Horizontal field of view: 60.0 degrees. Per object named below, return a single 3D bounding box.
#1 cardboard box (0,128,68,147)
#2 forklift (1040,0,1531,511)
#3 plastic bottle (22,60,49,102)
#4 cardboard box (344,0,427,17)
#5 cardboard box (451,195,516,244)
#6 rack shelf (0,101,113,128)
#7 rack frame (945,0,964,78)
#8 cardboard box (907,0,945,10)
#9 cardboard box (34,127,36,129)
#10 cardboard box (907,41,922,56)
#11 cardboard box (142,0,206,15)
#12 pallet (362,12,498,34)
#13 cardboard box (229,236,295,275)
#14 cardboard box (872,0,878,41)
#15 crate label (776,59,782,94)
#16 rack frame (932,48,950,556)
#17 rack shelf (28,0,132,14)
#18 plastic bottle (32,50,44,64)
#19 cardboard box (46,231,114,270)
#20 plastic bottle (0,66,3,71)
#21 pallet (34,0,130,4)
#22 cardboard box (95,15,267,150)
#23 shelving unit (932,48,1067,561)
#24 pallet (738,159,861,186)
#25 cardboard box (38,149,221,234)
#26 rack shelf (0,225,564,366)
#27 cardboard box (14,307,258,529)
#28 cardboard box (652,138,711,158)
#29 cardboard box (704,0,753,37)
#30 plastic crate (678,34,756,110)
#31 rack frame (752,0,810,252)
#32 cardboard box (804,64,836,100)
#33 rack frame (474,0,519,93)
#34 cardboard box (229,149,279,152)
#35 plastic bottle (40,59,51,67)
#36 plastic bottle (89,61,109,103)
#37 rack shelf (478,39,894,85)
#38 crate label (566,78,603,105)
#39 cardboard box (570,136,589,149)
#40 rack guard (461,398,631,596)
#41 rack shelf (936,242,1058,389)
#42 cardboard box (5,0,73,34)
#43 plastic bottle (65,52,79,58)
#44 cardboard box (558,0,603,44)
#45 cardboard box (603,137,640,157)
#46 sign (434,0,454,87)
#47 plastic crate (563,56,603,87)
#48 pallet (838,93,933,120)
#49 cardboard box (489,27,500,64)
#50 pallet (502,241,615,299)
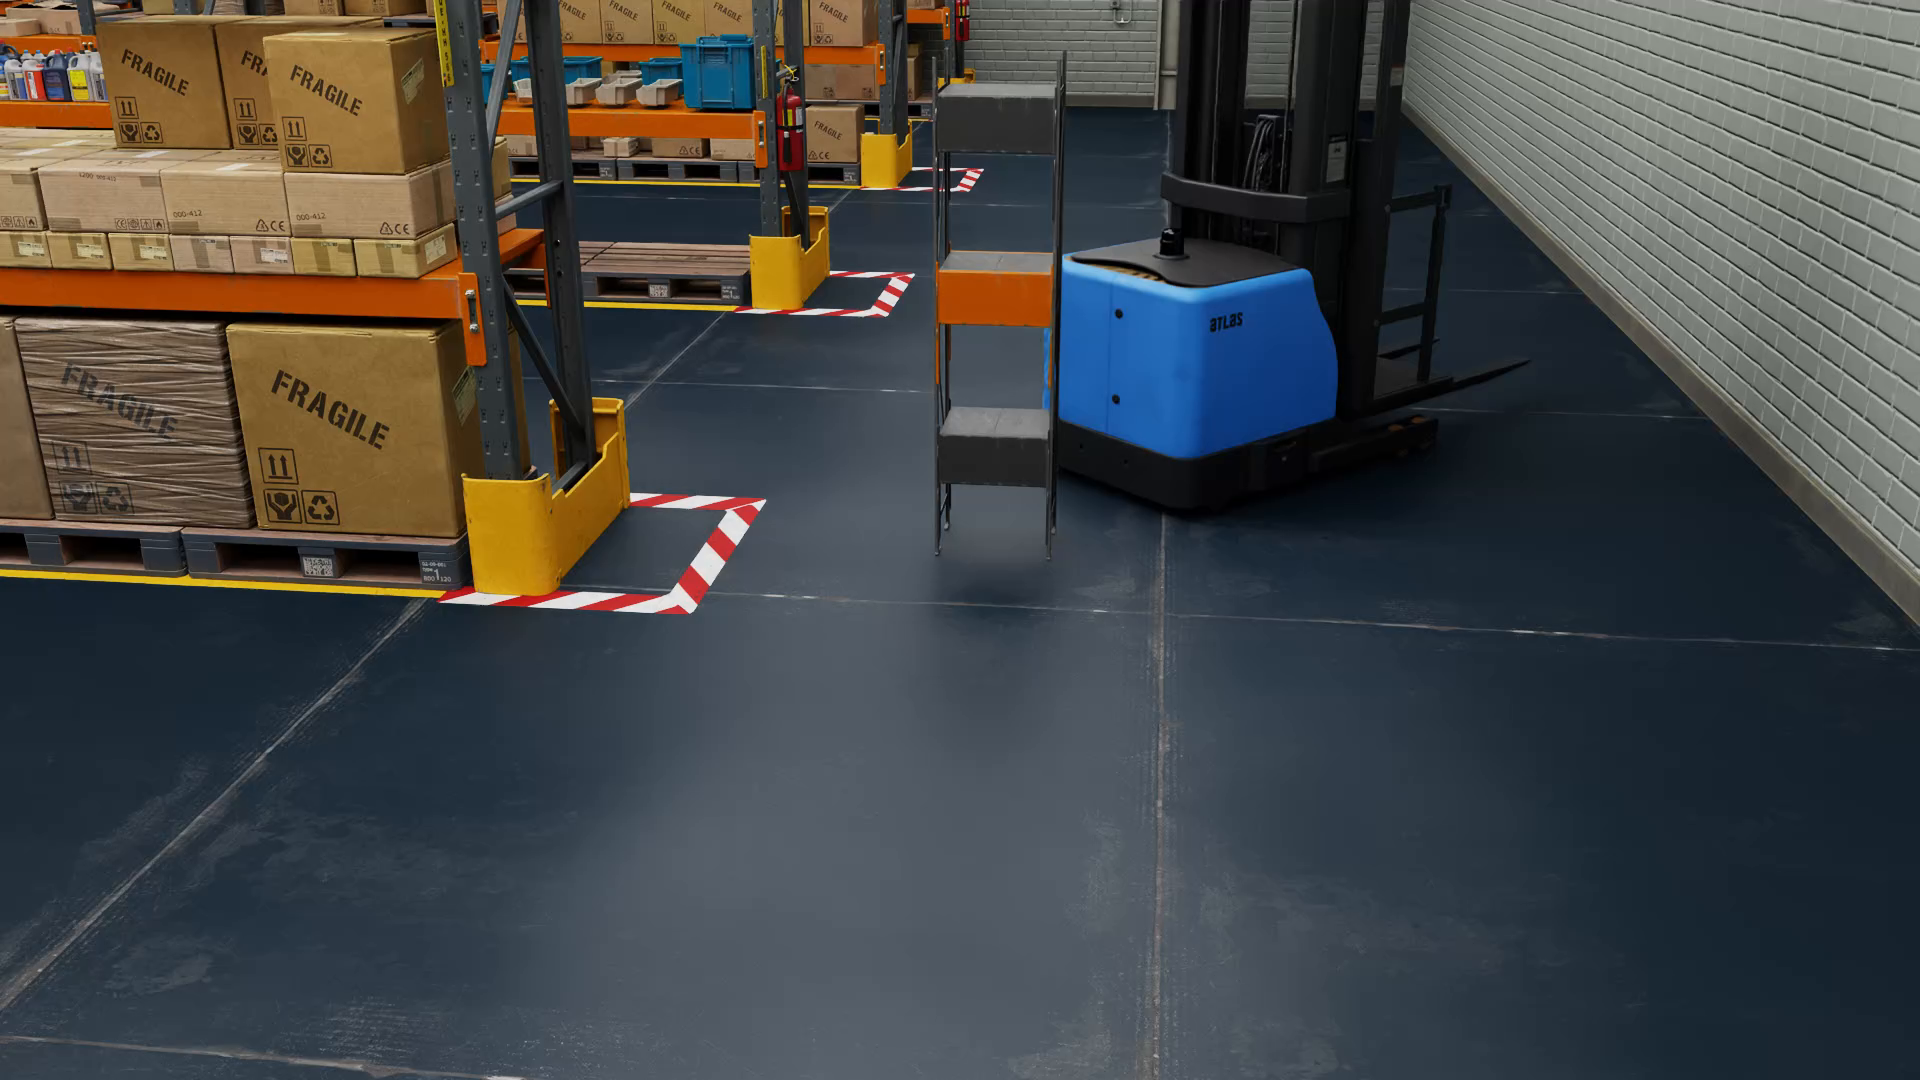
[{"bbox_3d":[-4.296,-1.657,7.350,0.500,0.250,0.500,3,22,7],"label":"cardboard box"},{"bbox_3d":[1.854,-1.922,8.314,3.031,2.935,1.130,-17,27,-36],"label":"forklift"},{"bbox_3d":[-6.497,-3.242,11.730,0.135,0.276,0.152,2,22,6],"label":"plastic bottle"},{"bbox_3d":[-5.751,-5.522,16.621,0.500,0.500,0.700,6,22,15],"label":"cardboard box"},{"bbox_3d":[-2.128,-1.401,7.245,0.250,0.149,0.380,3,22,7],"label":"cardboard box"},{"bbox_3d":[-7.190,-3.115,12.218,4.000,0.370,1.077,2,22,6],"label":"rack shelf"},{"bbox_3d":[-0.065,-6.807,20.578,0.127,3.000,1.000,2,22,6],"label":"rack frame"},{"bbox_3d":[-0.573,-6.965,20.570,0.700,0.700,0.980,3,22,9],"label":"cardboard box"},{"bbox_3d":[-9.140,-4.195,17.140,0.500,0.250,0.500,3,22,8],"label":"cardboard box"},{"bbox_3d":[-0.625,-6.203,20.997,0.250,0.149,0.380,3,22,7],"label":"cardboard box"},{"bbox_3d":[-7.950,-5.600,16.818,0.500,0.500,0.700,-5,22,-12],"label":"cardboard box"},{"bbox_3d":[-5.398,-5.157,16.665,1.213,0.211,1.003,2,22,6],"label":"pallet"},{"bbox_3d":[-2.715,-1.182,6.692,0.250,0.149,0.380,3,22,6],"label":"cardboard box"},{"bbox_3d":[-1.054,-5.160,16.277,0.500,0.500,0.500,3,22,7],"label":"cardboard box"},{"bbox_3d":[-1.438,-3.271,11.780,0.303,0.233,0.416,2,22,6],"label":"crate label"},{"bbox_3d":[-0.078,-0.980,7.062,0.015,2.100,0.400,2,22,6],"label":"rack frame"},{"bbox_3d":[-9.996,-6.905,21.805,4.000,0.370,1.077,2,22,6],"label":"rack shelf"},{"bbox_3d":[-6.880,-3.528,12.458,0.097,0.271,0.097,0,22,0],"label":"plastic bottle"},{"bbox_3d":[-3.479,-1.215,6.775,0.250,0.149,0.380,3,22,6],"label":"cardboard box"},{"bbox_3d":[-6.861,-3.258,11.770,0.135,0.276,0.152,2,22,6],"label":"plastic bottle"},{"bbox_3d":[-11.240,-7.151,21.709,1.213,0.211,1.003,2,22,6],"label":"pallet"},{"bbox_3d":[-3.271,-1.960,7.098,0.500,0.500,0.500,2,22,5],"label":"cardboard box"},{"bbox_3d":[0.164,-0.969,7.036,0.503,2.100,0.431,2,22,6],"label":"shelving unit"},{"bbox_3d":[-1.512,-3.739,16.611,1.213,0.211,1.003,2,22,6],"label":"pallet"},{"bbox_3d":[-3.336,-1.419,6.748,0.500,0.250,0.500,2,22,4],"label":"cardboard box"},{"bbox_3d":[-3.800,-1.134,7.206,4.000,0.370,1.077,2,22,6],"label":"rack shelf"},{"bbox_3d":[-3.363,-0.627,7.264,0.875,0.875,0.875,2,22,6],"label":"cardboard box"},{"bbox_3d":[-2.751,-4.136,16.618,0.637,0.503,0.797,2,22,6],"label":"cardboard box"},{"bbox_3d":[-2.132,-5.010,15.896,0.500,0.500,0.500,3,22,7],"label":"cardboard box"},{"bbox_3d":[-1.586,-3.181,11.276,0.499,0.435,0.616,2,22,6],"label":"plastic crate"},{"bbox_3d":[-1.231,-3.190,11.429,0.127,3.000,1.000,2,22,6],"label":"rack frame"},{"bbox_3d":[-1.769,-5.877,21.054,0.500,0.500,0.700,2,22,5],"label":"cardboard box"},{"bbox_3d":[-4.617,-5.172,16.441,0.127,3.000,1.000,2,22,6],"label":"rack frame"},{"bbox_3d":[-2.776,-1.590,7.181,0.500,0.250,0.500,2,22,6],"label":"cardboard box"},{"bbox_3d":[-6.500,-3.286,11.848,0.097,0.271,0.097,0,22,0],"label":"plastic bottle"},{"bbox_3d":[-5.996,-3.220,11.675,0.135,0.276,0.152,2,22,6],"label":"plastic bottle"},{"bbox_3d":[-2.631,-4.751,16.354,4.000,0.370,1.077,2,22,6],"label":"rack shelf"},{"bbox_3d":[-2.628,-3.086,11.442,0.243,0.136,0.396,2,22,6],"label":"crate label"},{"bbox_3d":[-4.018,-4.293,17.019,0.500,0.500,0.500,2,22,6],"label":"cardboard box"},{"bbox_3d":[-1.790,-0.218,7.312,0.348,0.500,1.175,2,22,6],"label":"rack guard"},{"bbox_3d":[0.164,-0.957,7.041,0.480,0.518,0.431,2,22,6],"label":"rack shelf"},{"bbox_3d":[-9.455,-5.413,17.172,0.500,0.311,0.500,2,22,6],"label":"cardboard box"},{"bbox_3d":[-6.556,-3.449,12.253,0.135,0.276,0.152,2,22,6],"label":"plastic bottle"},{"bbox_3d":[-3.634,-5.076,16.062,0.500,0.500,0.500,3,22,7],"label":"cardboard box"},{"bbox_3d":[-3.365,-3.928,16.550,0.250,0.166,0.380,2,22,6],"label":"cardboard box"},{"bbox_3d":[-1.892,-1.833,6.099,0.005,0.325,0.100,2,22,6],"label":"sign"},{"bbox_3d":[-2.745,-3.328,11.924,0.300,0.233,0.416,2,22,6],"label":"plastic crate"},{"bbox_3d":[-0.869,-5.516,21.106,1.213,0.211,1.003,2,22,6],"label":"pallet"},{"bbox_3d":[-5.581,-6.194,21.380,0.750,0.750,0.750,3,22,8],"label":"cardboard box"},{"bbox_3d":[-3.254,-1.997,12.204,1.213,0.211,1.003,2,22,6],"label":"pallet"}]
